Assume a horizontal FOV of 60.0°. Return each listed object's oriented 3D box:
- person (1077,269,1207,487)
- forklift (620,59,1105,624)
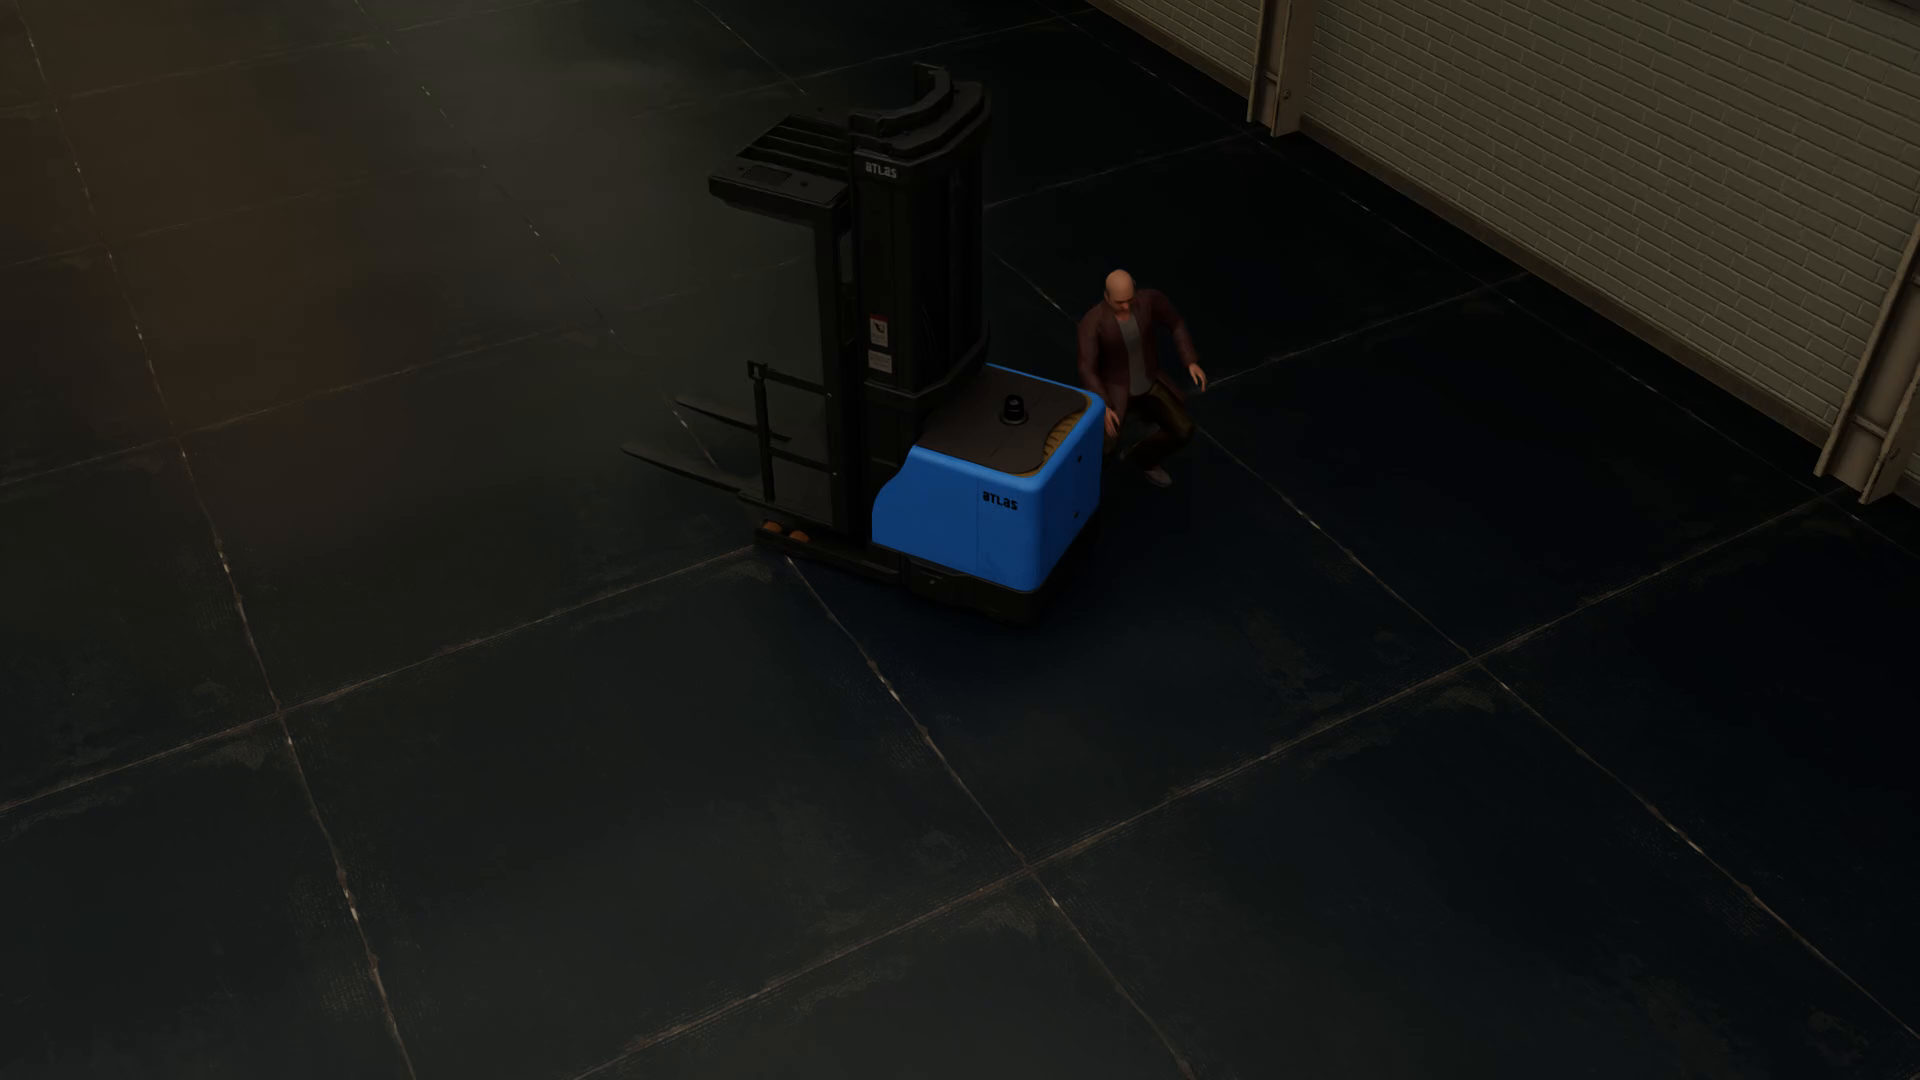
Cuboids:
[{"bbox_3d":[1.077,-0.875,10.131,0.817,1.599,0.745,-13,41,-15],"label":"person"},{"bbox_3d":[-0.690,-1.300,9.603,3.031,2.935,1.130,18,43,20],"label":"forklift"}]
